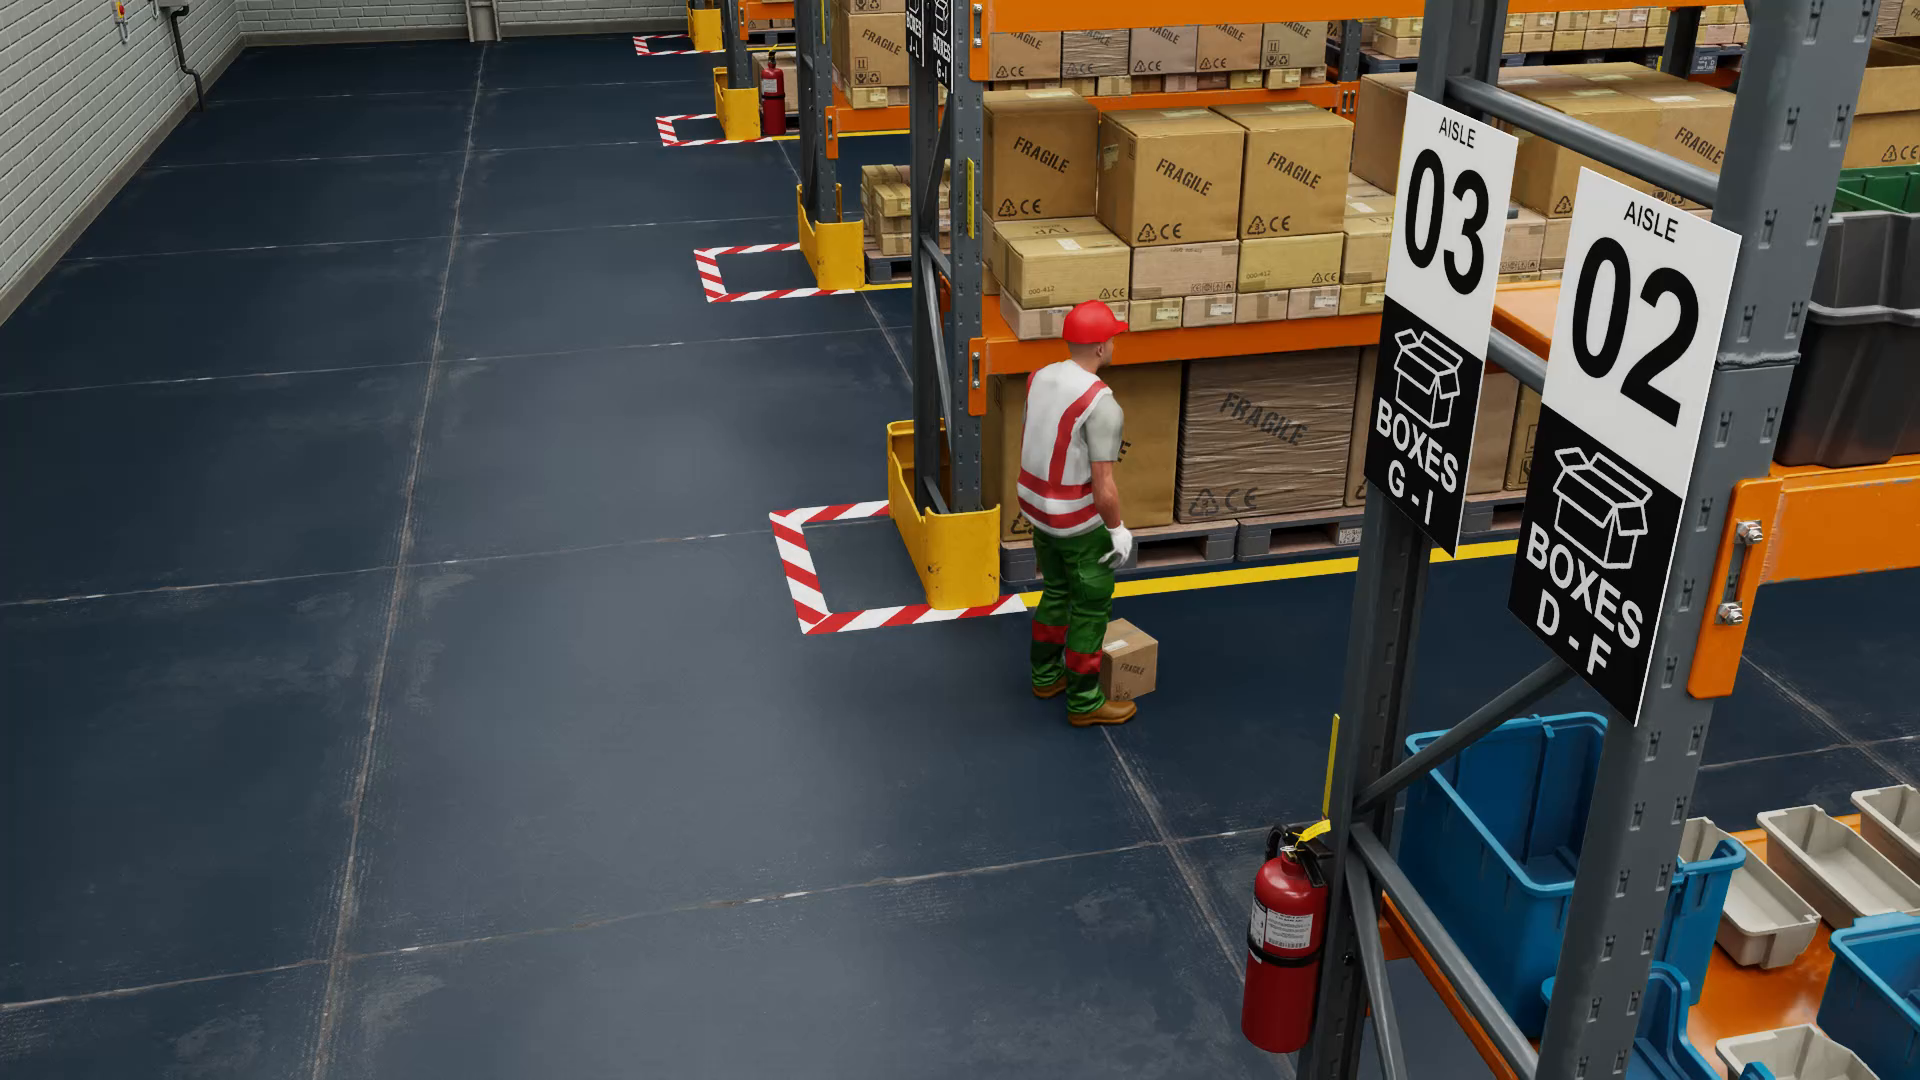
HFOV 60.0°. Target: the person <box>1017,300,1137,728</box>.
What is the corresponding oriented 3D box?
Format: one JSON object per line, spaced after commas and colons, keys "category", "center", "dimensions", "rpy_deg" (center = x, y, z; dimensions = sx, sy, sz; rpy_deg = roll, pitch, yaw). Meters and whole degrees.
{"category": "person", "center": [0.475, -0.109, 6.816], "dimensions": [0.447, 1.780, 0.620], "rpy_deg": [-15, 30, -28]}
